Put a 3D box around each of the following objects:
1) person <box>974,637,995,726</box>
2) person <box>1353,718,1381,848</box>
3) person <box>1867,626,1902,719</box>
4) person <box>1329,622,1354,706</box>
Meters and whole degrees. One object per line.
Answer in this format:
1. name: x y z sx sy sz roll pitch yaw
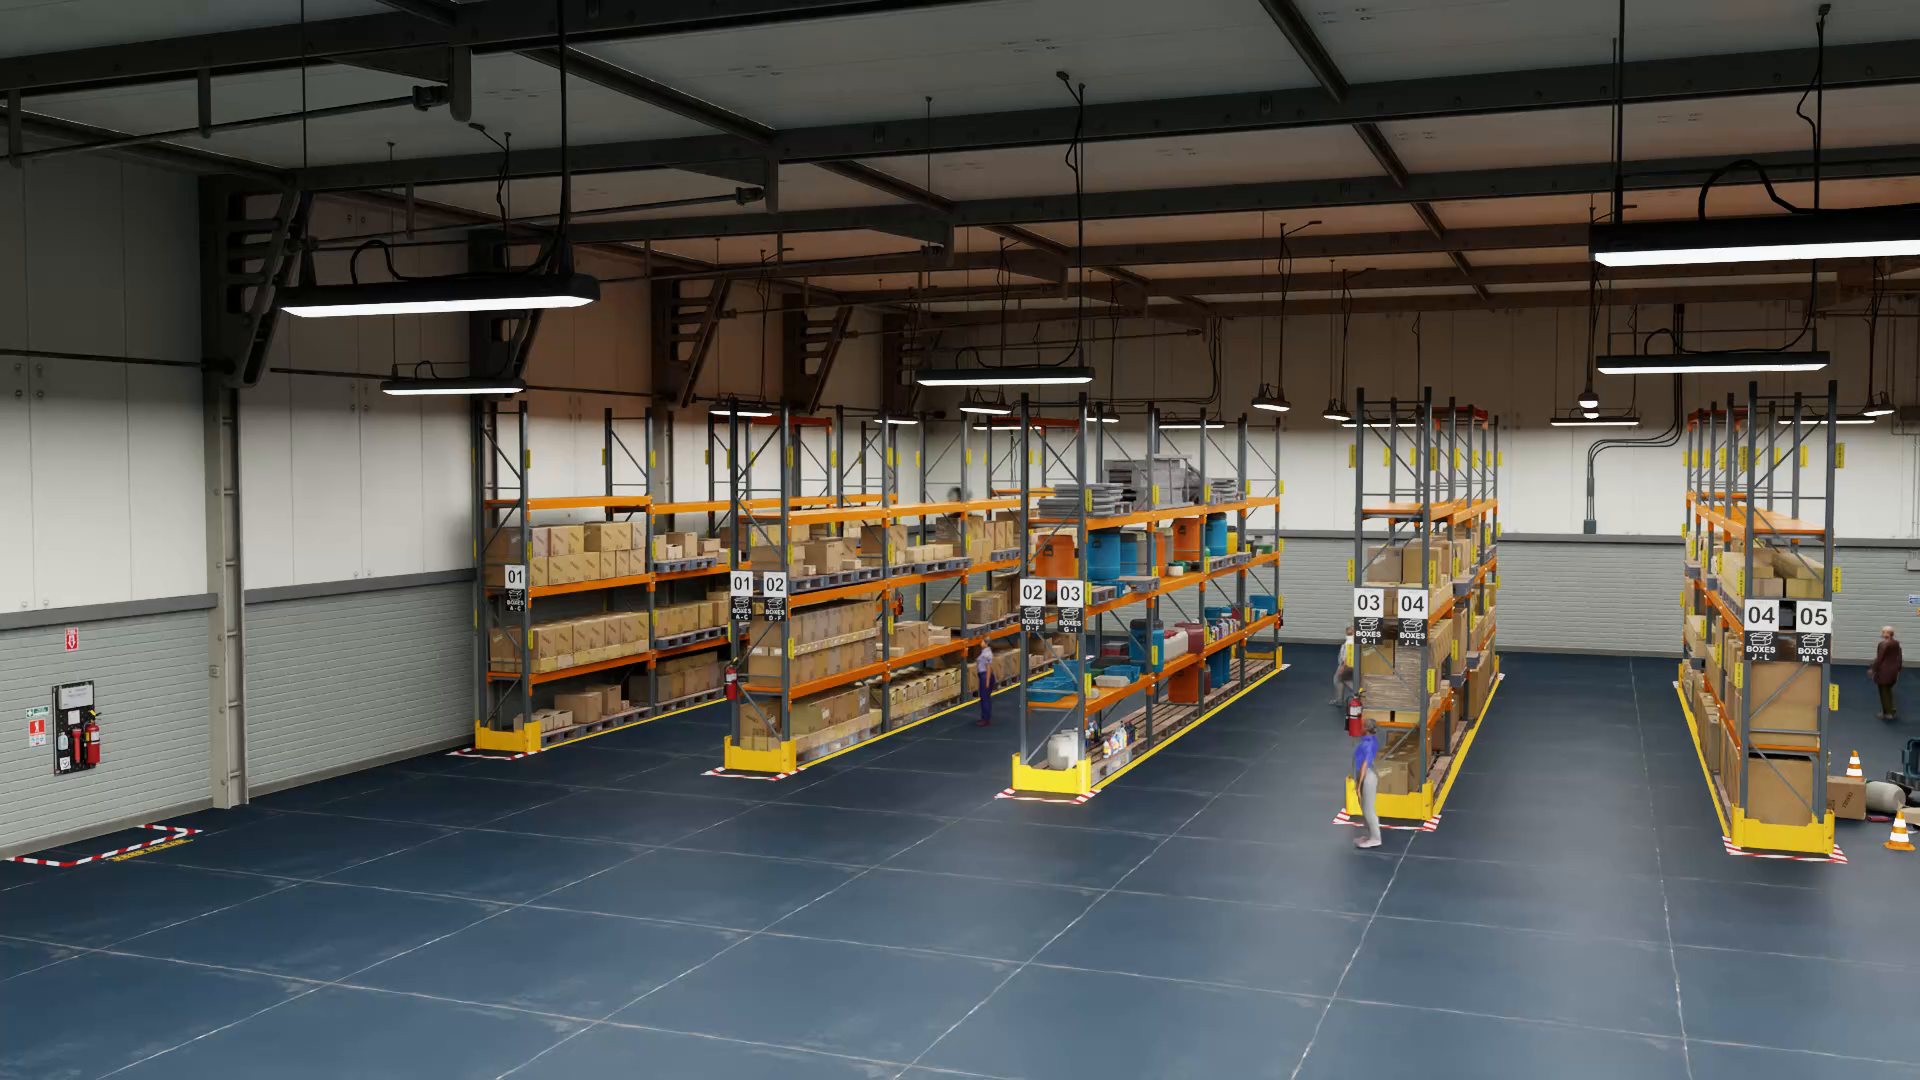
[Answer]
1. person: 0.465 2.655 31.394 0.388 1.665 0.515 0 3 1
2. person: 5.264 3.130 21.547 0.364 1.669 0.525 0 3 3
3. person: 17.787 2.559 31.912 0.634 1.820 0.551 0 3 -1
4. person: 7.814 2.506 33.708 0.706 1.731 0.590 2 3 33
